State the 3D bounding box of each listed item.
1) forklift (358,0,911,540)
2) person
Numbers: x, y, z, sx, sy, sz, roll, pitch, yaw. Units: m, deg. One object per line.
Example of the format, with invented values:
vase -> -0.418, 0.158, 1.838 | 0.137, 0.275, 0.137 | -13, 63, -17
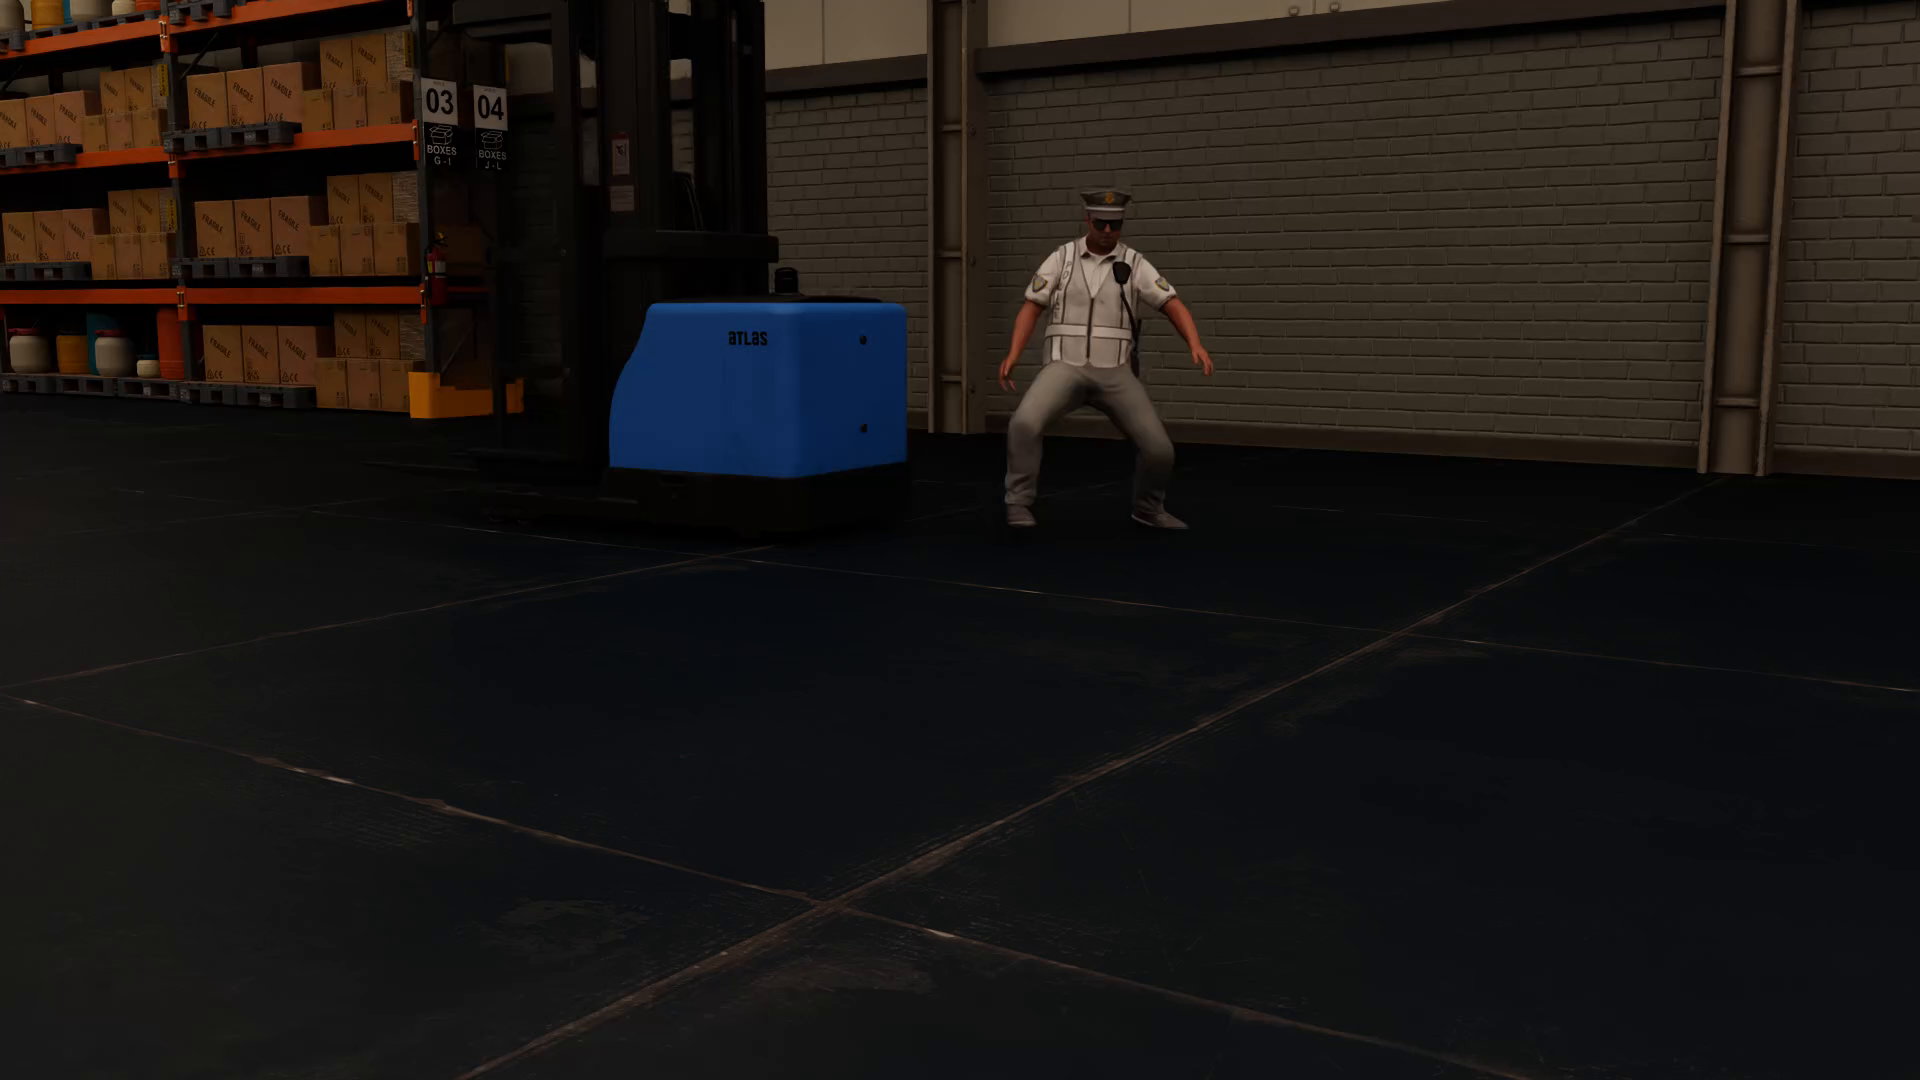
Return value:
forklift -> -1.772, -1.580, 8.304 | 3.031, 2.935, 1.130 | 5, 9, 30
person -> 0.674, -0.811, 7.755 | 0.972, 1.627, 0.722 | 1, 8, 4
